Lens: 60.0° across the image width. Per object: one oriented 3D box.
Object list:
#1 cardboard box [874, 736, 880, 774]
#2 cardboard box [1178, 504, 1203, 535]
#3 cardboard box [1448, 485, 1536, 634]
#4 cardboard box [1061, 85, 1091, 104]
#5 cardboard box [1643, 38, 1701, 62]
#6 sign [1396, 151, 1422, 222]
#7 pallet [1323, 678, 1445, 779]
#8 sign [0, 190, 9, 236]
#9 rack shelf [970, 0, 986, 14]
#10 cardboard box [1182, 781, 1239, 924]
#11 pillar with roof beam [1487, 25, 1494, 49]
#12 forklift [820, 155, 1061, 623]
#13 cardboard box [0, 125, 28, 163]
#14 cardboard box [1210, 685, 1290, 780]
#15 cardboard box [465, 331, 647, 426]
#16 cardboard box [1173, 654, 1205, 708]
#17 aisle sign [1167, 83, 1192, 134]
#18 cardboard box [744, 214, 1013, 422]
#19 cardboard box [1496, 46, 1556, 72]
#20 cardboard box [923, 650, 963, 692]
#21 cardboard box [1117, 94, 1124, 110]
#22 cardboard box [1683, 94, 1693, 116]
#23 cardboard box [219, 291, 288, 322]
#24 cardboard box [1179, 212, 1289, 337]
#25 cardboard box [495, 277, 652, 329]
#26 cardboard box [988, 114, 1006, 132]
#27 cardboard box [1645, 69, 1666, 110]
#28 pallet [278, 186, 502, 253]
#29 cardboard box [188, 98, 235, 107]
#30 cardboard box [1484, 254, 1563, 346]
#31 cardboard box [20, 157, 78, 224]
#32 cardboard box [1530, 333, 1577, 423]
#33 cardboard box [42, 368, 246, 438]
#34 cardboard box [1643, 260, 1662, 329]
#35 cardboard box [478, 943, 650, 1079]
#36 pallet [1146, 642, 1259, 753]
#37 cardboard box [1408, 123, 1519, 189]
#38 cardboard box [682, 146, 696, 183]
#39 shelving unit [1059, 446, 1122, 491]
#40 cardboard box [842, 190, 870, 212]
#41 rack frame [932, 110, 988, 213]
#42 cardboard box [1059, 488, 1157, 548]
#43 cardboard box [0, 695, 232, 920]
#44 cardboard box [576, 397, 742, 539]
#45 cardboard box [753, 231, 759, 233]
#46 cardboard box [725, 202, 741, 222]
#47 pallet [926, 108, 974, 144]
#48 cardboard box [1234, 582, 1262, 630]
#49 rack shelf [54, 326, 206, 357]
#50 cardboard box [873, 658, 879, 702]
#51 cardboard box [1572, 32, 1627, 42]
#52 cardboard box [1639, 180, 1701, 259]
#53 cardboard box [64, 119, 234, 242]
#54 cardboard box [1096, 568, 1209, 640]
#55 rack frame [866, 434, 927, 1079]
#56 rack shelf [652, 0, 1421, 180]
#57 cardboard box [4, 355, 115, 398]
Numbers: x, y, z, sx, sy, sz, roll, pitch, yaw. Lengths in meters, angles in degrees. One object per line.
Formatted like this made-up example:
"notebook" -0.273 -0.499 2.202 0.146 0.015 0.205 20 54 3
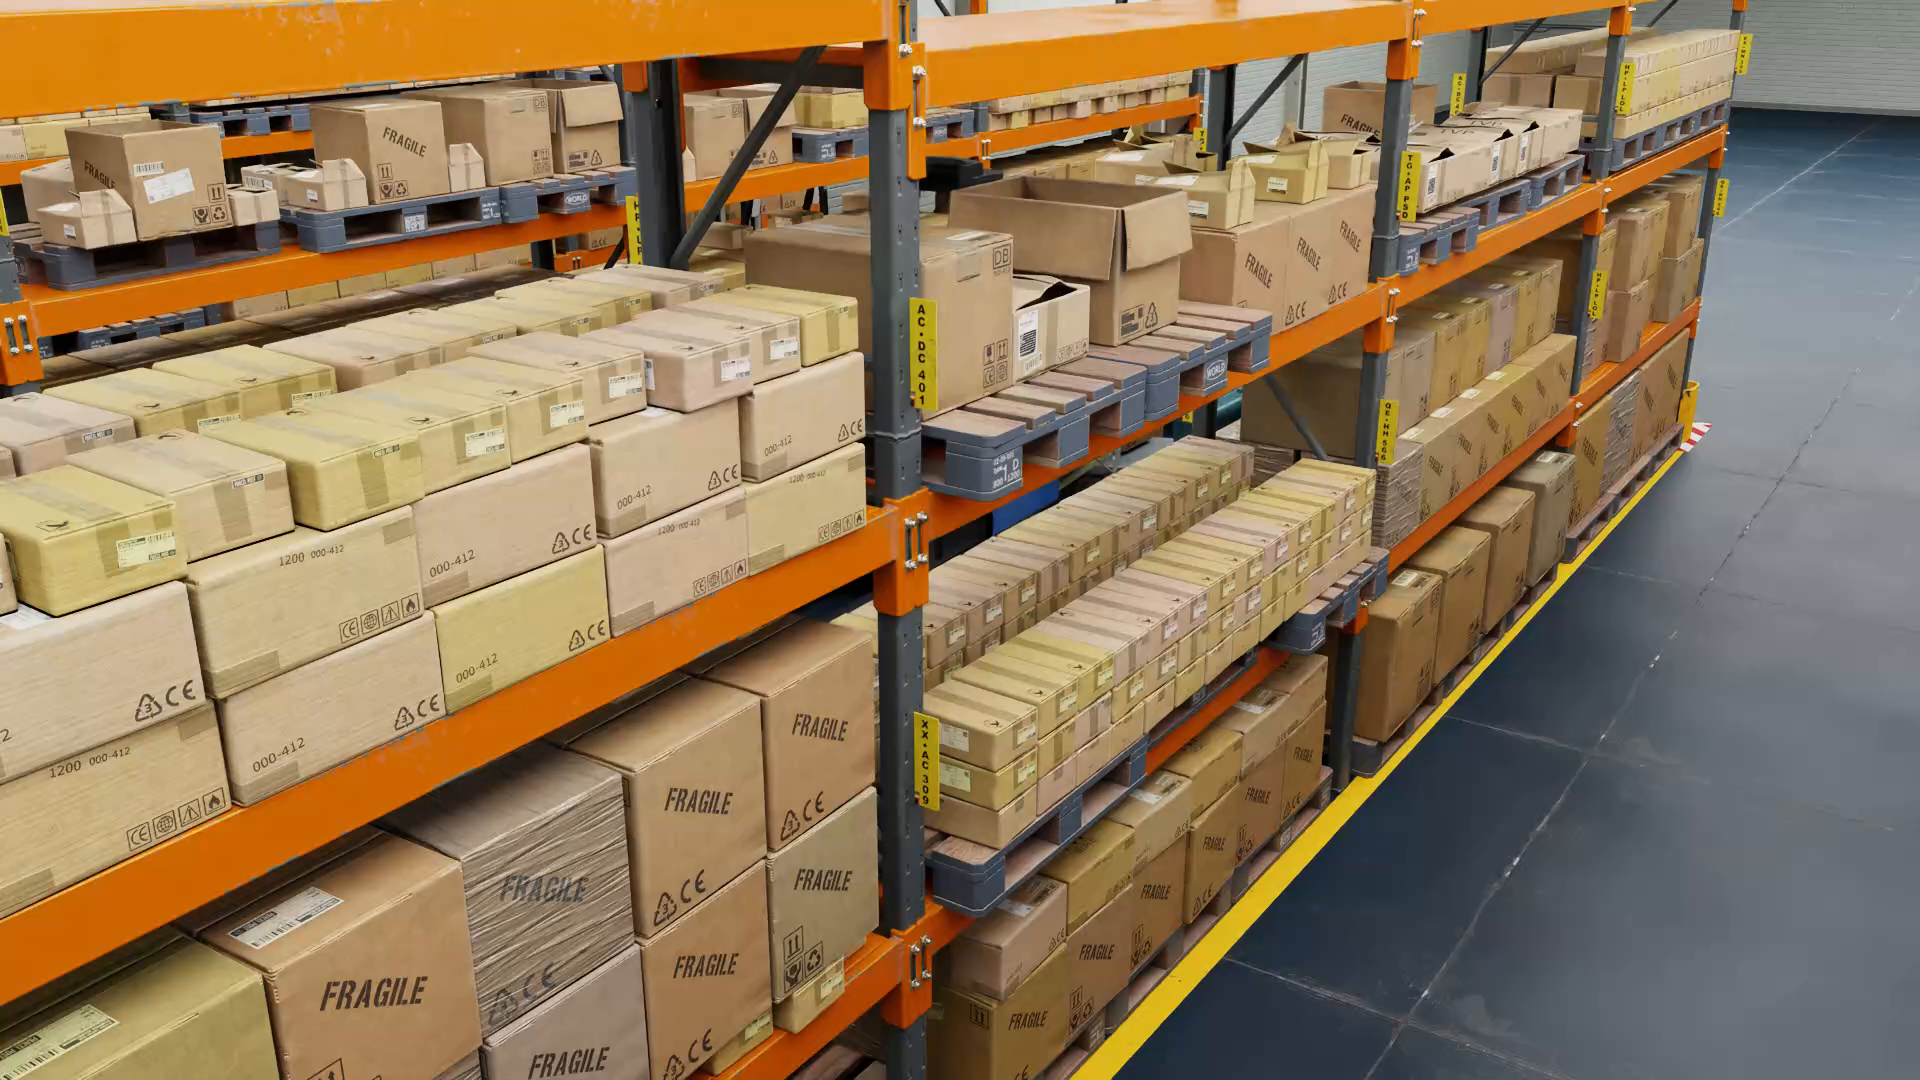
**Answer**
"cardboard box" -0.502 0.776 6.101 0.380 0.149 0.250 13 24 31
"cardboard box" 0.951 -0.104 8.051 0.380 0.149 0.250 12 24 30
"cardboard box" 3.115 0.042 10.966 1.050 0.750 0.750 13 24 32
"cardboard box" 0.833 -4.064 14.892 0.500 0.250 0.500 14 24 32
"cardboard box" 5.418 -3.742 12.697 0.380 0.149 0.250 13 24 32
"sign" 2.134 -1.683 7.923 0.100 0.325 0.005 13 24 32
"pallet" 2.192 0.956 9.876 1.003 0.211 1.213 13 24 32
"sign" -4.253 -1.508 7.334 0.100 0.325 0.005 13 24 32
"rack shelf" -1.340 -3.939 12.057 1.077 0.370 4.000 13 24 32
"cardboard box" 0.954 1.378 7.714 0.500 0.500 0.500 12 23 29
"pillar with roof beam" 17.214 -14.897 40.066 9.100 9.000 0.400 13 24 32
"forklift" -0.428 -1.076 11.450 1.130 2.935 3.031 12 23 30
"cardboard box" -7.222 -2.898 12.167 0.500 0.250 0.500 13 24 32
"cardboard box" 1.244 0.878 7.985 0.500 0.250 0.500 14 24 33
"cardboard box" -1.000 -0.399 4.117 0.380 0.149 0.250 14 25 34
"cardboard box" 0.770 0.529 6.767 0.380 0.149 0.250 13 24 31
"aisle sign" 2.308 -4.553 17.002 0.394 0.787 0.004 13 24 32
"cardboard box" -0.258 -0.731 5.343 0.700 0.500 0.500 13 24 32
"cardboard box" 4.020 -3.435 11.866 0.380 0.149 0.250 13 24 32
"cardboard box" -0.213 0.490 6.446 0.380 0.149 0.250 15 25 34
"cardboard box" 1.321 -4.142 15.678 0.380 0.149 0.250 13 24 30
"cardboard box" 5.419 -3.370 12.840 0.380 0.149 0.250 14 24 32
"cardboard box" -6.120 -2.053 14.208 0.500 0.250 0.500 13 24 32
"cardboard box" 1.021 -1.092 6.926 0.500 0.500 0.500 13 24 32
"cardboard box" -1.106 -0.643 4.776 0.380 0.149 0.250 12 24 30
"cardboard box" 0.167 -3.555 14.092 0.380 0.149 0.250 13 24 31
"cardboard box" 4.724 -3.239 11.911 0.500 0.250 0.500 13 24 31
"pallet" -3.408 -1.878 9.468 1.003 0.211 1.213 15 25 34
"cardboard box" -6.124 -3.626 13.507 0.380 0.166 0.250 13 24 32
"cardboard box" 3.661 -1.660 11.344 0.700 0.500 0.500 13 24 31
"cardboard box" -4.391 -1.785 8.466 0.500 0.311 0.500 13 24 32
"cardboard box" 3.863 -1.133 11.360 0.500 0.500 0.500 13 24 32
"cardboard box" -1.841 -0.269 3.766 0.380 0.149 0.250 12 24 30
"cardboard box" 5.303 -2.093 13.882 0.875 0.550 0.550 13 24 32
"cardboard box" -1.174 1.306 4.338 0.500 0.500 0.500 13 24 32
"pallet" 0.608 0.526 7.297 1.003 0.211 1.213 13 24 32
"cardboard box" 2.846 -2.205 9.458 0.500 0.311 0.500 13 24 31
"cardboard box" -2.003 -2.551 11.208 0.396 0.266 0.258 13 24 32
"shelving unit" 0.916 -0.877 13.160 0.755 0.431 1.500 -35 26 38
"cardboard box" -0.772 -2.846 14.022 0.380 0.149 0.250 13 24 32
"rack frame" -0.215 -2.224 14.455 1.000 3.000 0.127 13 24 32
"cardboard box" 0.676 -0.103 7.618 0.380 0.149 0.250 15 25 34
"cardboard box" -1.768 0.439 3.147 0.500 0.250 0.500 12 24 30
"cardboard box" -0.913 -0.235 4.247 0.500 0.250 0.500 12 24 30
"cardboard box" -1.566 -2.097 12.931 0.500 0.500 0.500 12 24 30
"cardboard box" -2.721 -3.899 18.839 0.500 0.500 0.500 13 24 31
"pallet" -0.651 -3.387 13.544 1.213 0.211 1.003 13 24 32
"cardboard box" 1.062 0.242 7.115 0.380 0.149 0.250 14 24 33
"rack shelf" -7.696 -1.132 12.540 1.077 0.370 4.000 13 24 32
"cardboard box" -0.498 0.496 6.000 0.380 0.149 0.250 15 25 34
"cardboard box" 5.161 -4.017 13.442 0.380 0.149 0.250 13 24 31
"cardboard box" 5.710 -2.738 14.070 0.875 0.550 0.550 13 24 32
"cardboard box" -3.977 -1.776 8.170 0.500 0.500 0.500 13 24 31
"cardboard box" 0.766 0.255 6.652 0.380 0.149 0.250 14 25 34
"rack frame" -0.562 1.007 5.718 1.000 3.000 0.127 13 24 32
"rack shelf" 0.562 -1.855 6.423 1.077 0.370 4.000 13 24 32
"cardboard box" -4.669 -0.622 8.538 0.500 0.500 0.500 14 25 34
